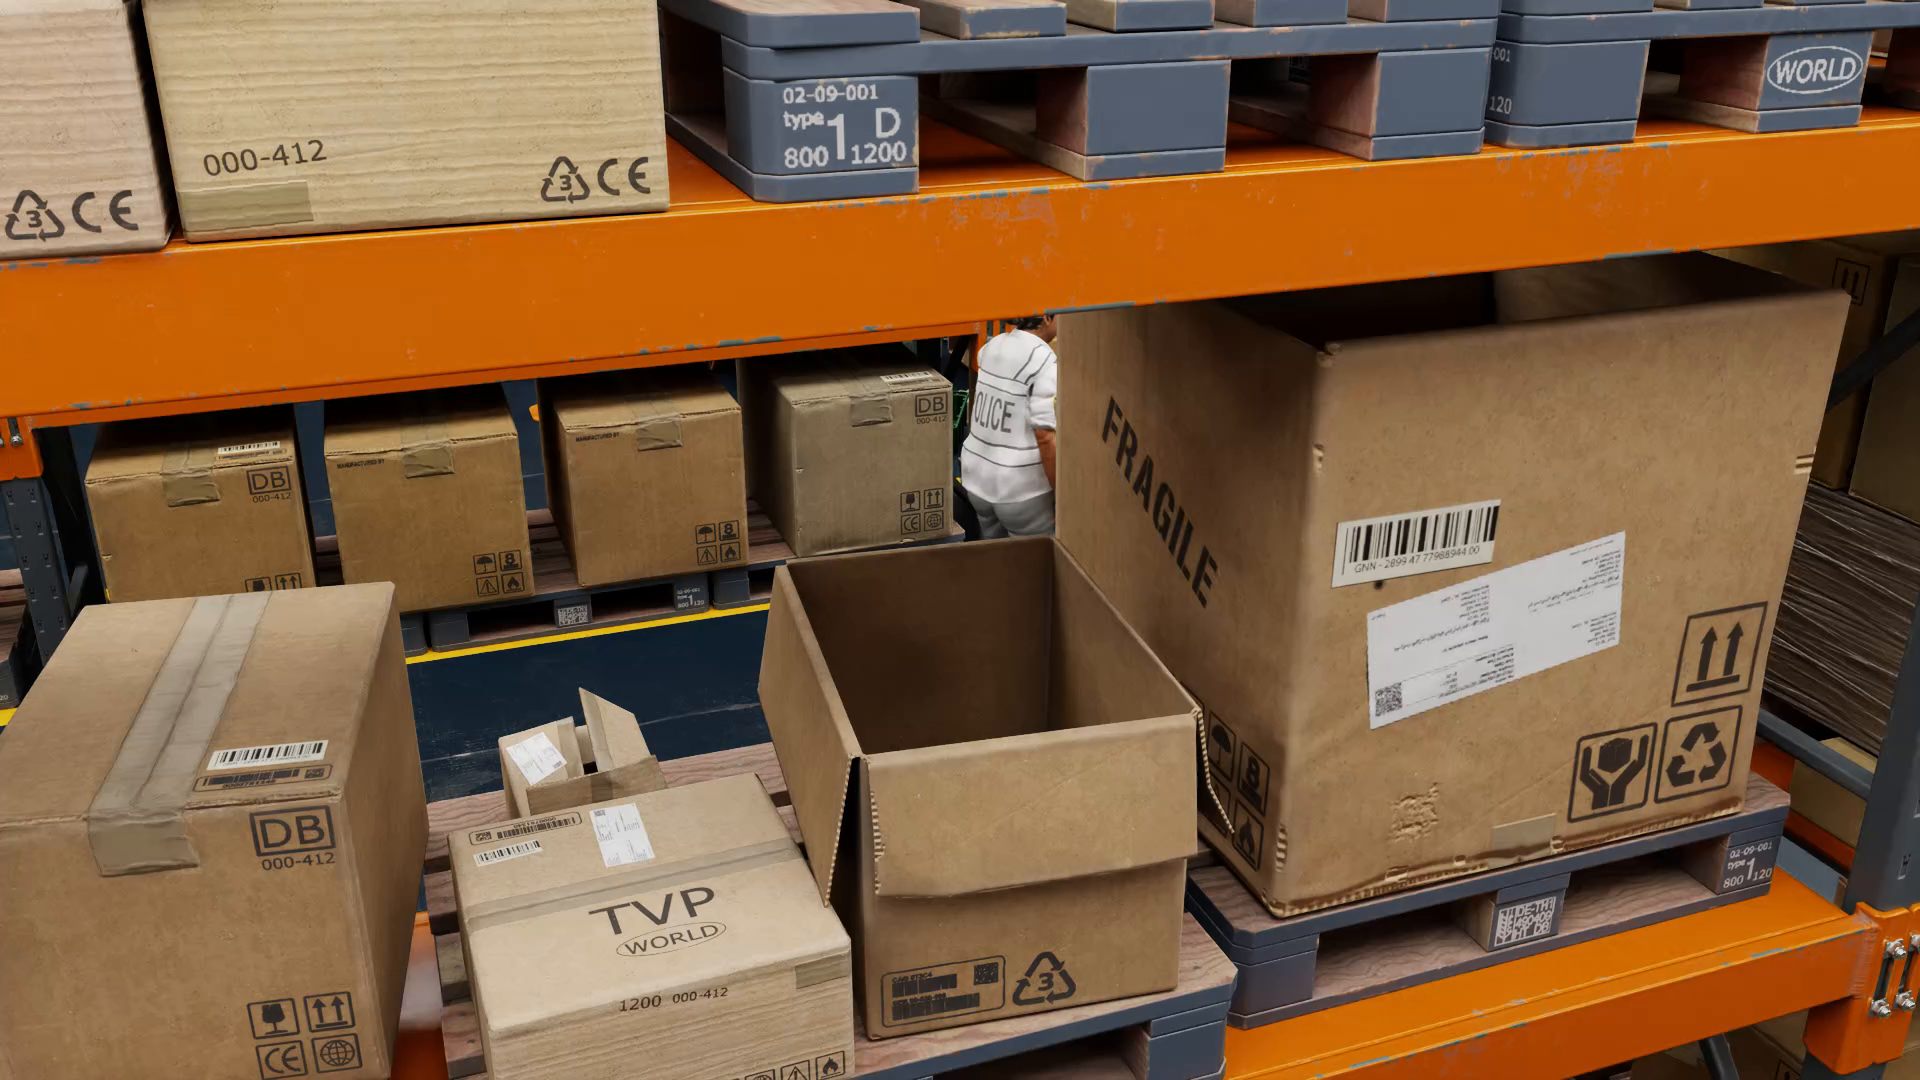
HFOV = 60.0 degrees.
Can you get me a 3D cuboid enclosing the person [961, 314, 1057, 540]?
[{"bbox_3d":[0.269,-0.213,6.596,0.471,1.664,0.548,-15,27,-31],"label":"person"}]
